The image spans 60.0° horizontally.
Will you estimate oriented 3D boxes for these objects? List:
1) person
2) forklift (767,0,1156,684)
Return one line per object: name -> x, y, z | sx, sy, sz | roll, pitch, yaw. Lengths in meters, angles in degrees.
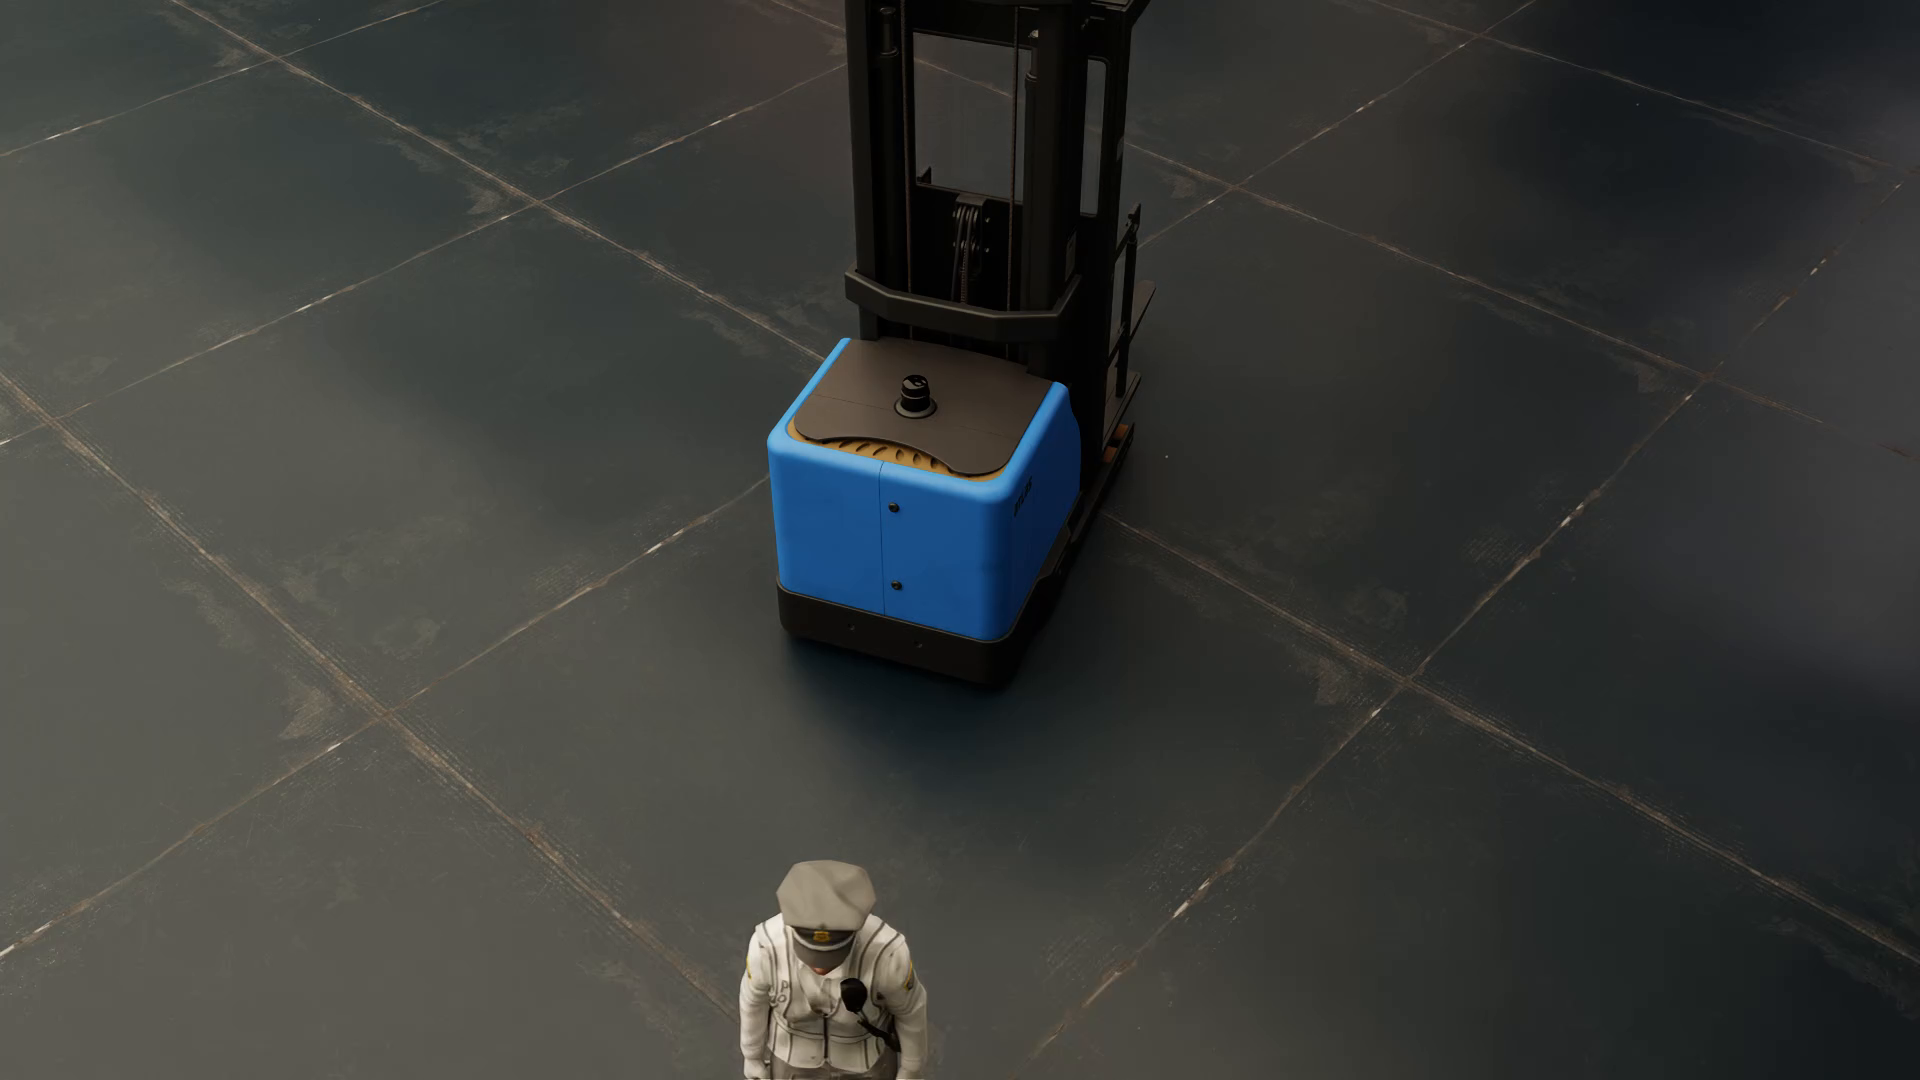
person -> -0.357, 1.462, 4.701 | 0.534, 1.662, 0.374 | 3, 41, 4
forklift -> 0.211, -1.484, 7.158 | 1.130, 2.935, 3.031 | 14, 42, 15
